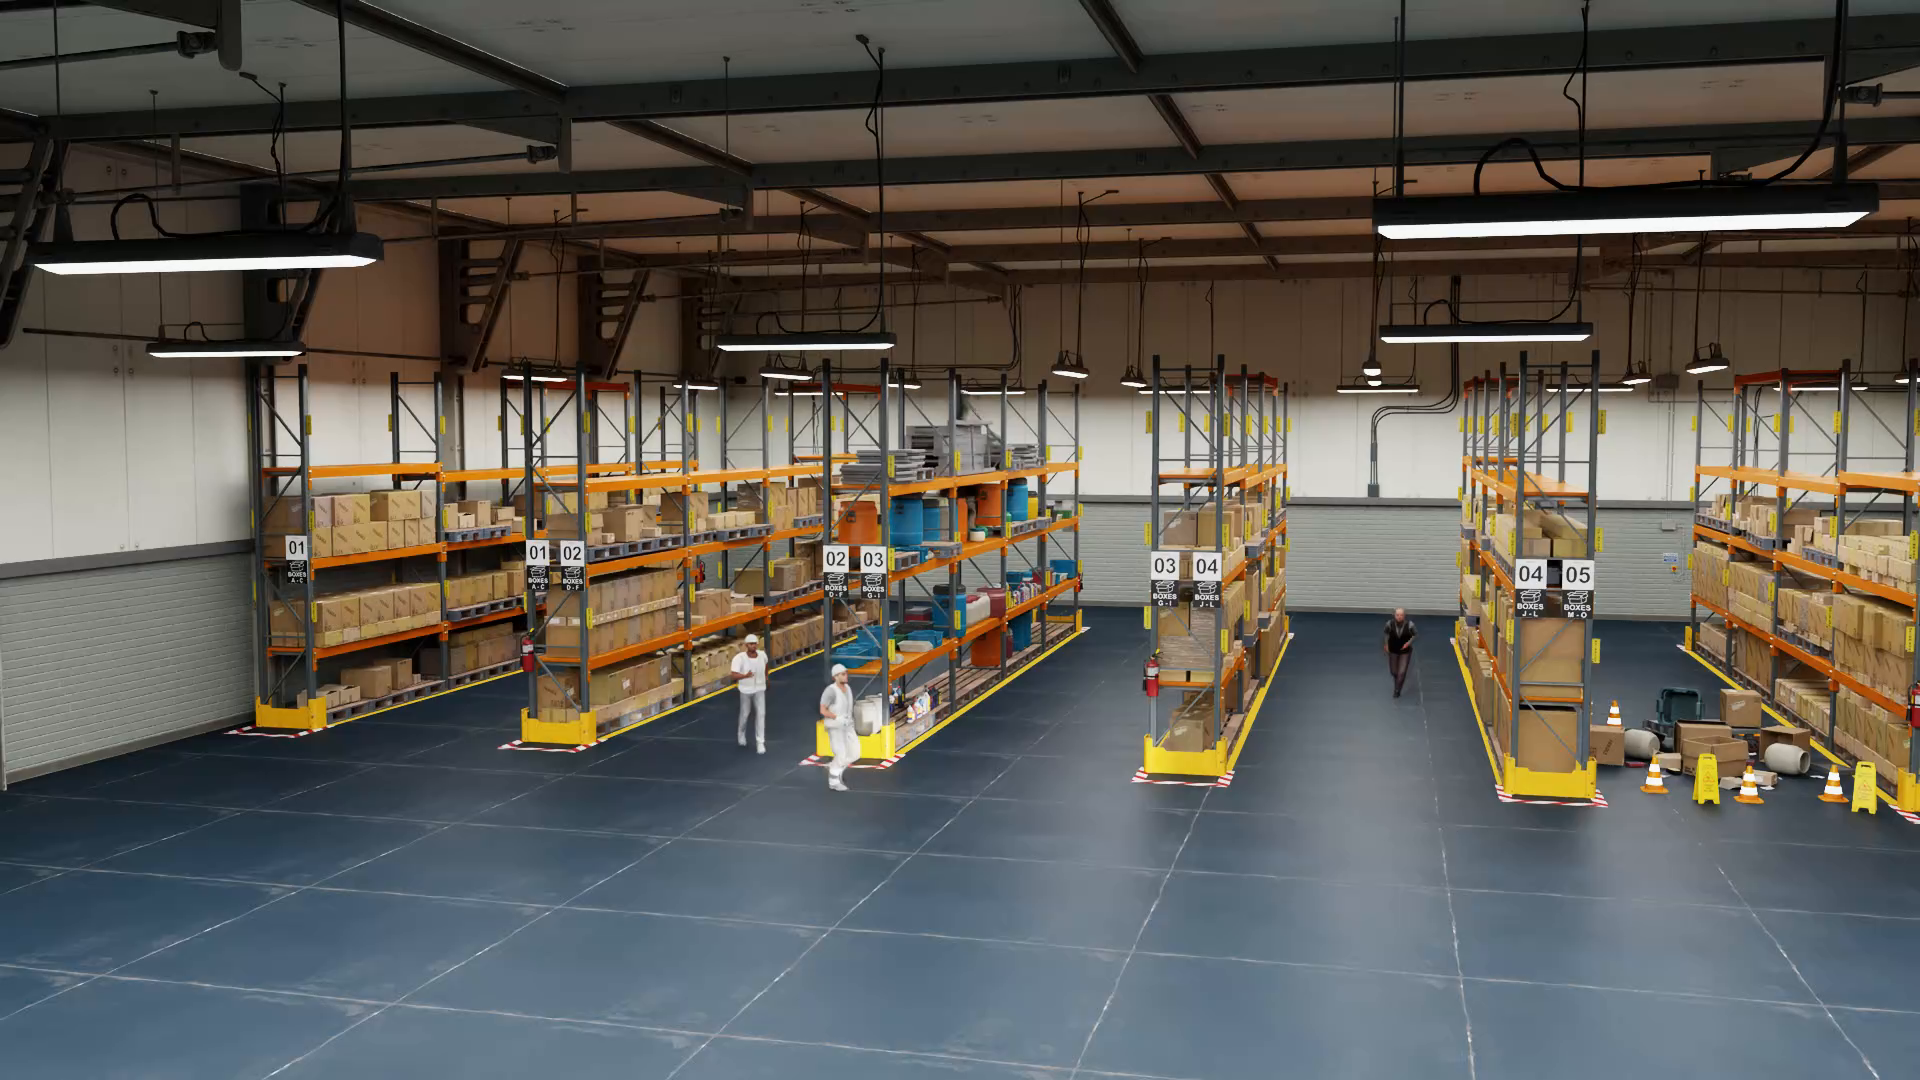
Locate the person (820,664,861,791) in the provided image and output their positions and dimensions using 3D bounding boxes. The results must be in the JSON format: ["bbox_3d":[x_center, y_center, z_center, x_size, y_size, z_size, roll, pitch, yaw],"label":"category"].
[{"bbox_3d":[-1.622,2.559,22.684,0.579,1.744,0.655,3,5,38],"label":"person"}]

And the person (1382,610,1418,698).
[{"bbox_3d":[8.111,2.084,30.668,0.652,1.656,0.747,1,4,15],"label":"person"}]

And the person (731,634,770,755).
[{"bbox_3d":[-3.216,2.337,25.570,0.681,1.803,0.897,-2,4,-22],"label":"person"}]
